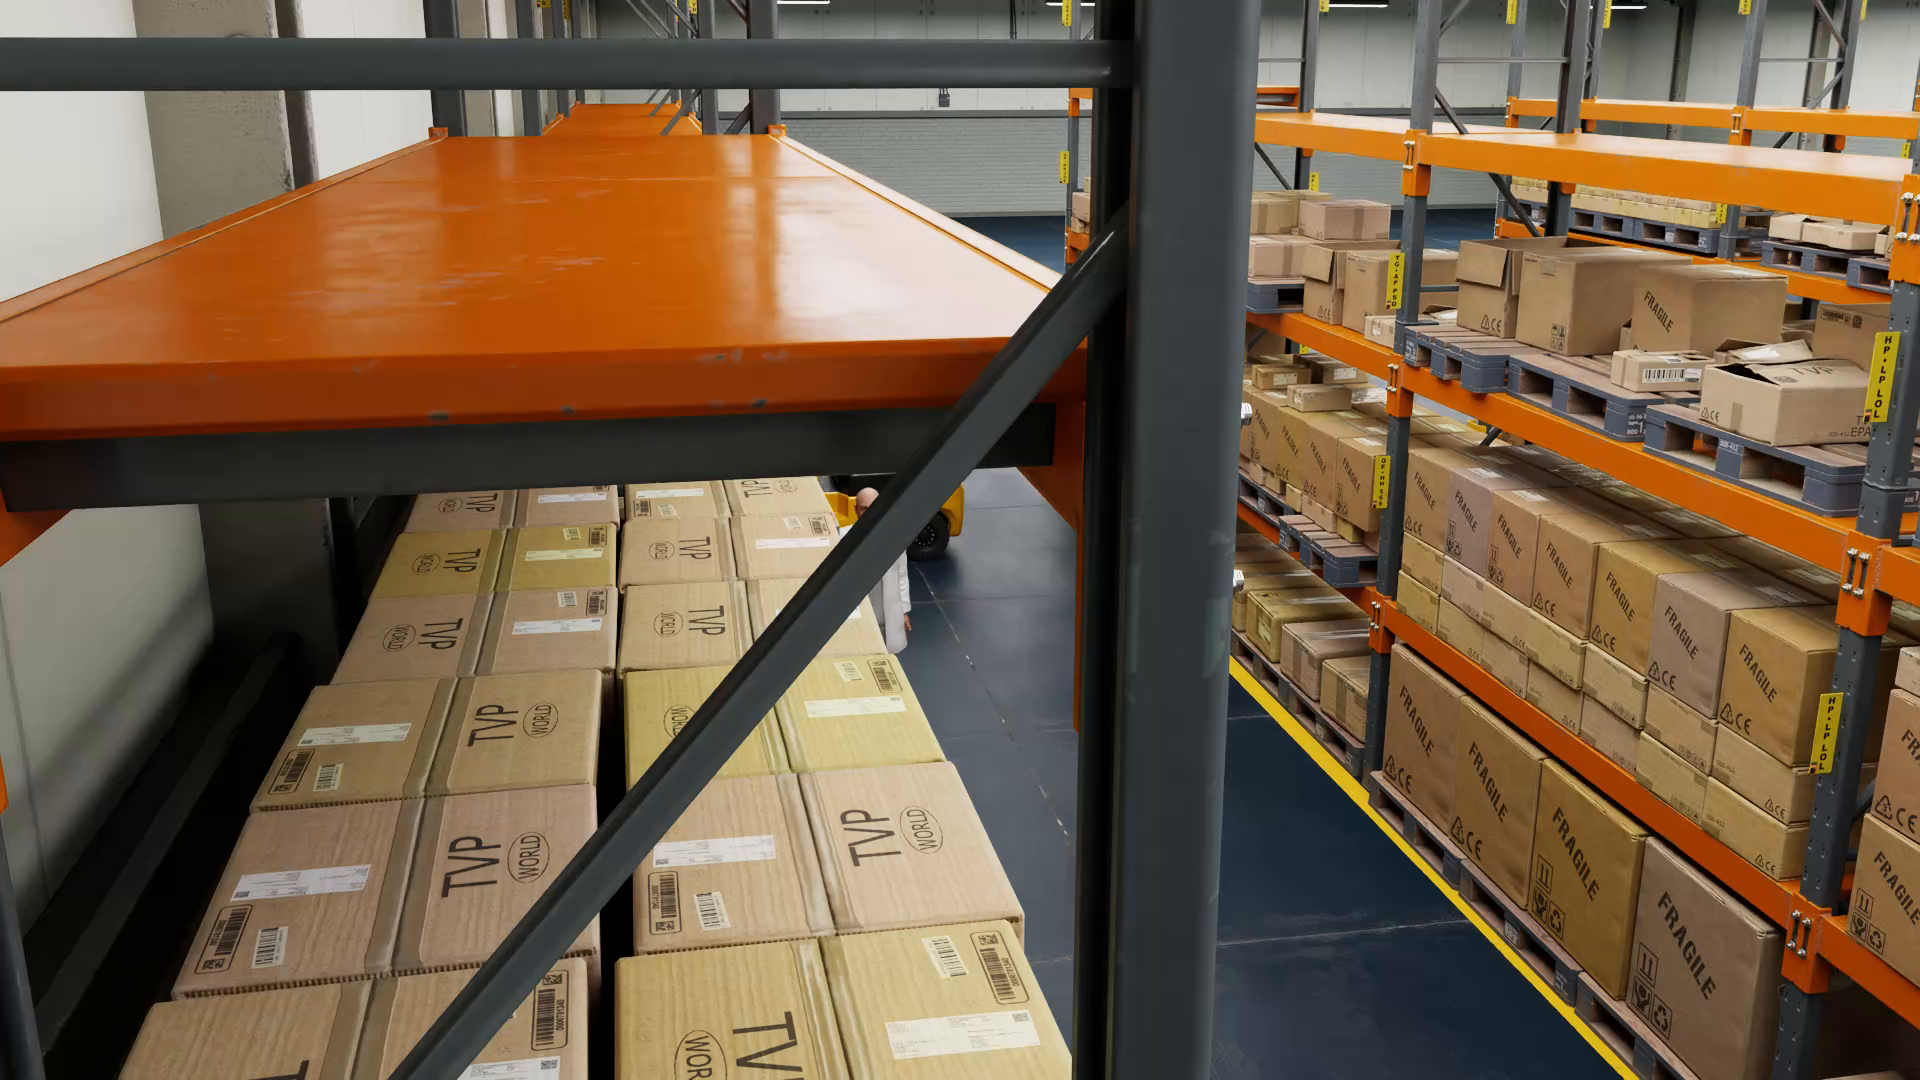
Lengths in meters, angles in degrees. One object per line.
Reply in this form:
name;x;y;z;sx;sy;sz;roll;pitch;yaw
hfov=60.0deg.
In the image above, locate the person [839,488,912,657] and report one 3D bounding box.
person;-0.595;0.530;11.211;0.564;1.783;0.373;-4;17;-14
